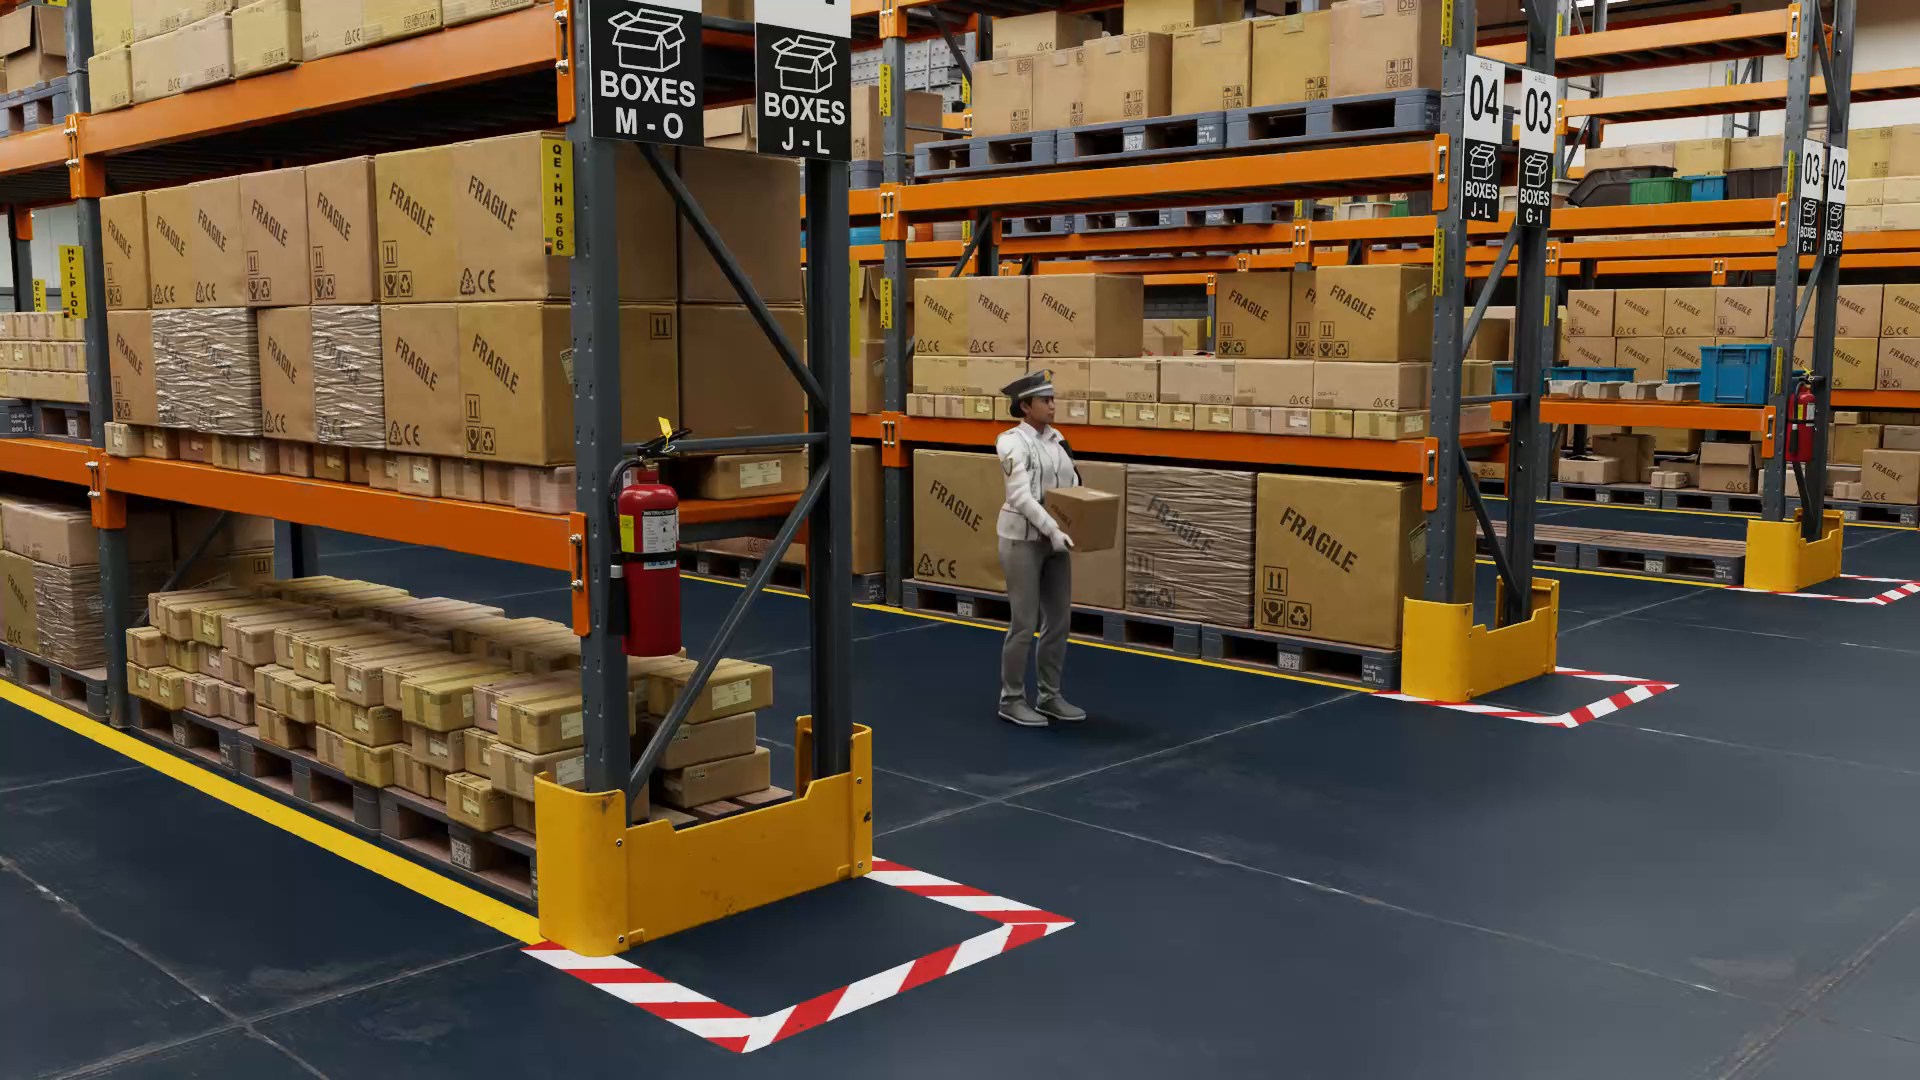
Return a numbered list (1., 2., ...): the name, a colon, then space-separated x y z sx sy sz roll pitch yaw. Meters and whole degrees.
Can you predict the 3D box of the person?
1. person: 0.425 0.035 7.906 0.523 1.691 0.453 7 10 43
